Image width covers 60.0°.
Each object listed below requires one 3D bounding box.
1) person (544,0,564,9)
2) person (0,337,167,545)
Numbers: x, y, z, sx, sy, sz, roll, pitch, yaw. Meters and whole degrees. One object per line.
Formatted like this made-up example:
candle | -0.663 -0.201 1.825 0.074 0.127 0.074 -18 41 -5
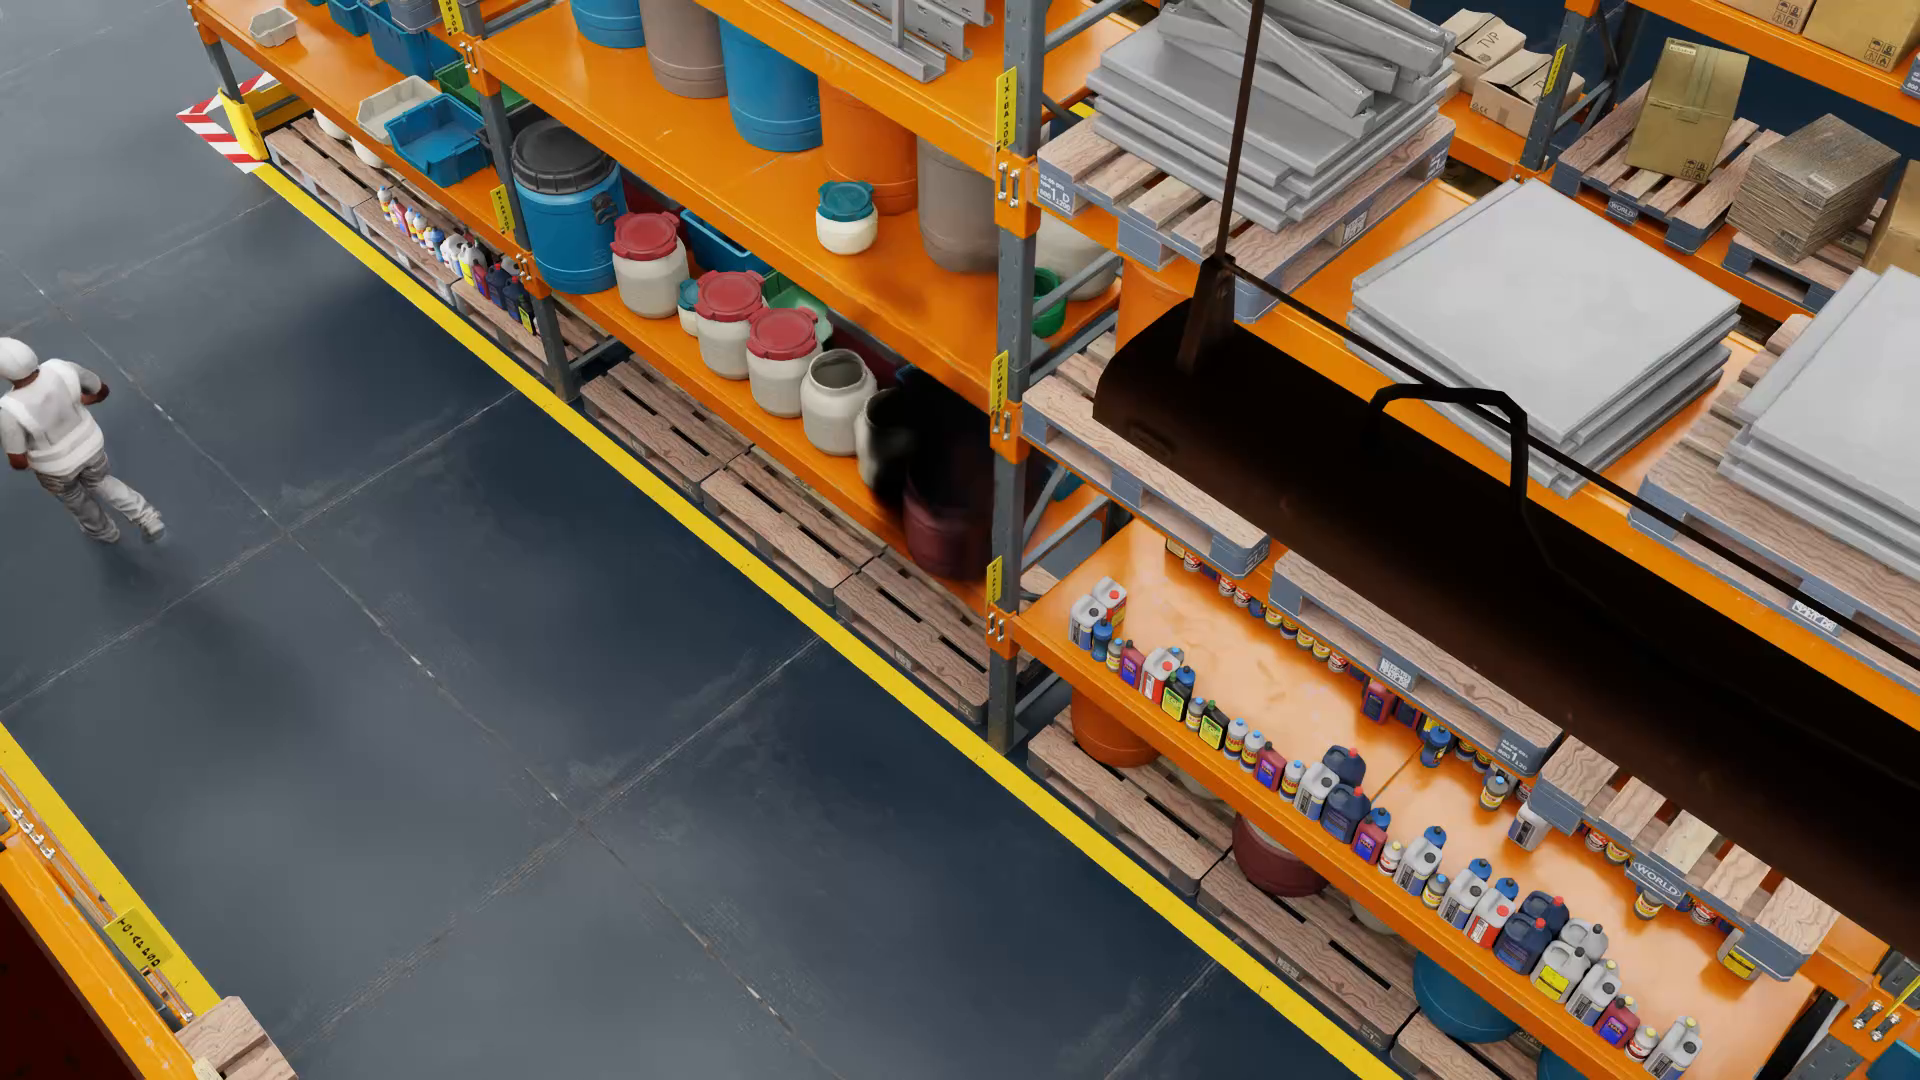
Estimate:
person | -3.004 -4.129 12.714 0.915 1.697 0.567 30 56 23
person | -5.144 -0.507 9.595 0.799 1.749 0.700 24 54 19
